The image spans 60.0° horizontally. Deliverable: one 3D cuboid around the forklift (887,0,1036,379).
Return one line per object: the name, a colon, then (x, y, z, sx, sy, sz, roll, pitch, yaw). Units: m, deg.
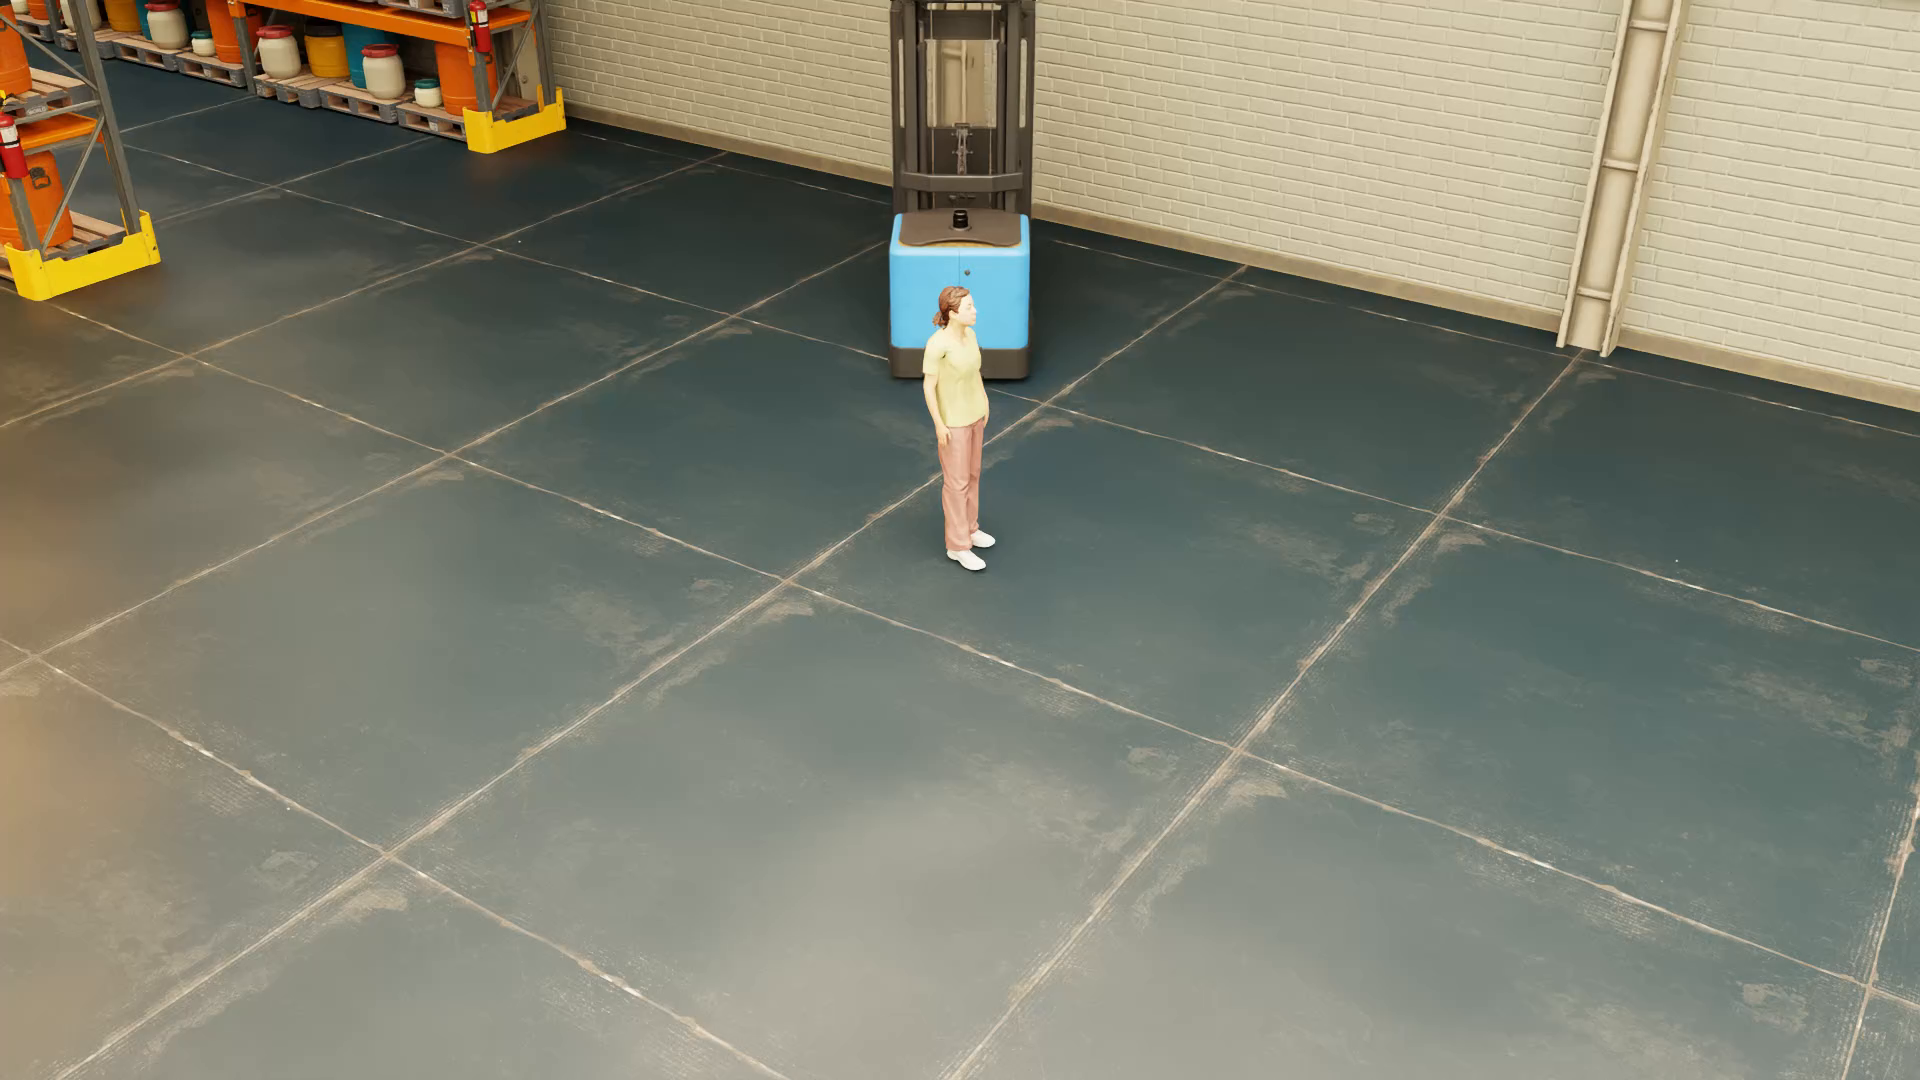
forklift: (0.026, -3.175, 13.048, 1.130, 2.935, 3.031, 1, 30, 1)

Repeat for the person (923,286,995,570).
person: (0.054, -0.705, 10.032, 0.549, 1.675, 0.553, 19, 35, 29)
